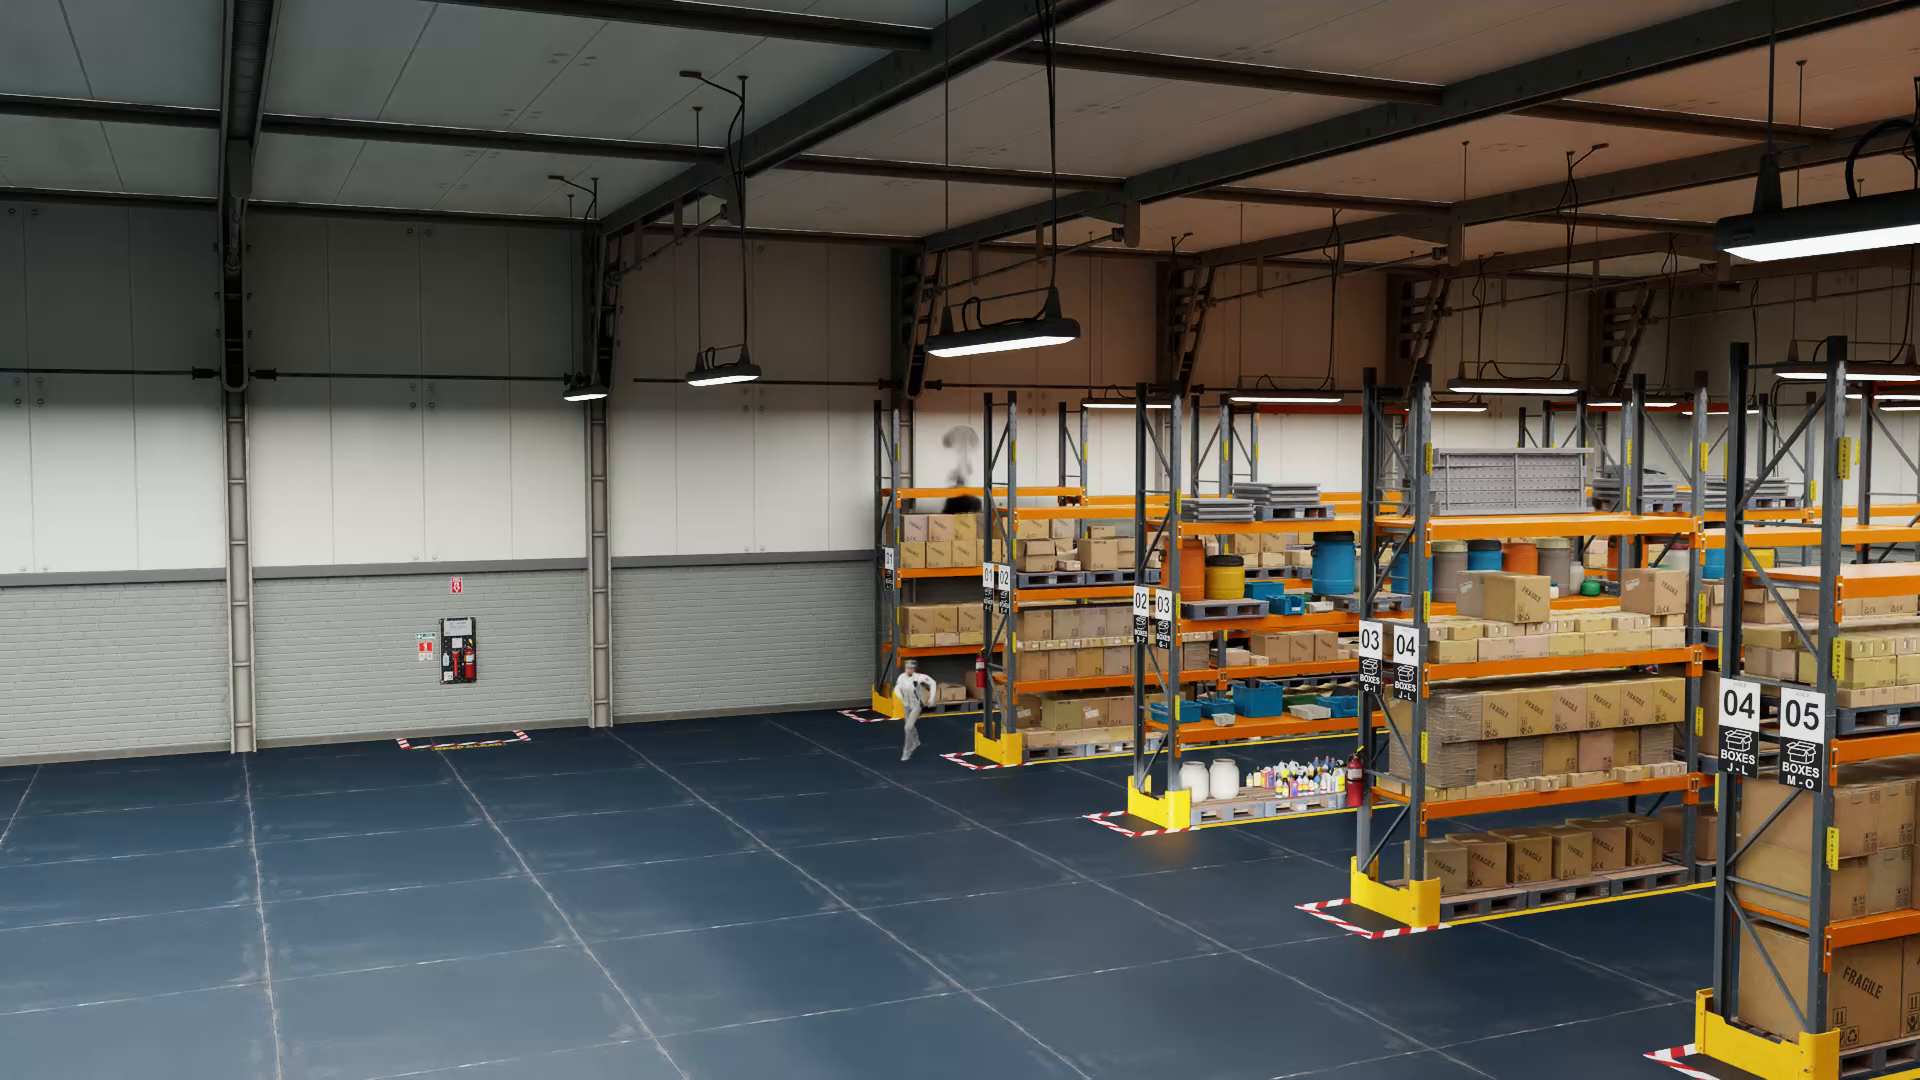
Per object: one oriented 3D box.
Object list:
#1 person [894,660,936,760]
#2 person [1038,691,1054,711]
[{"bbox_3d":[-0.727,2.786,27.361,0.671,1.707,0.828,1,4,24],"label":"person"},{"bbox_3d":[1.600,2.574,30.166,0.653,1.683,0.675,-2,4,-29],"label":"person"}]
